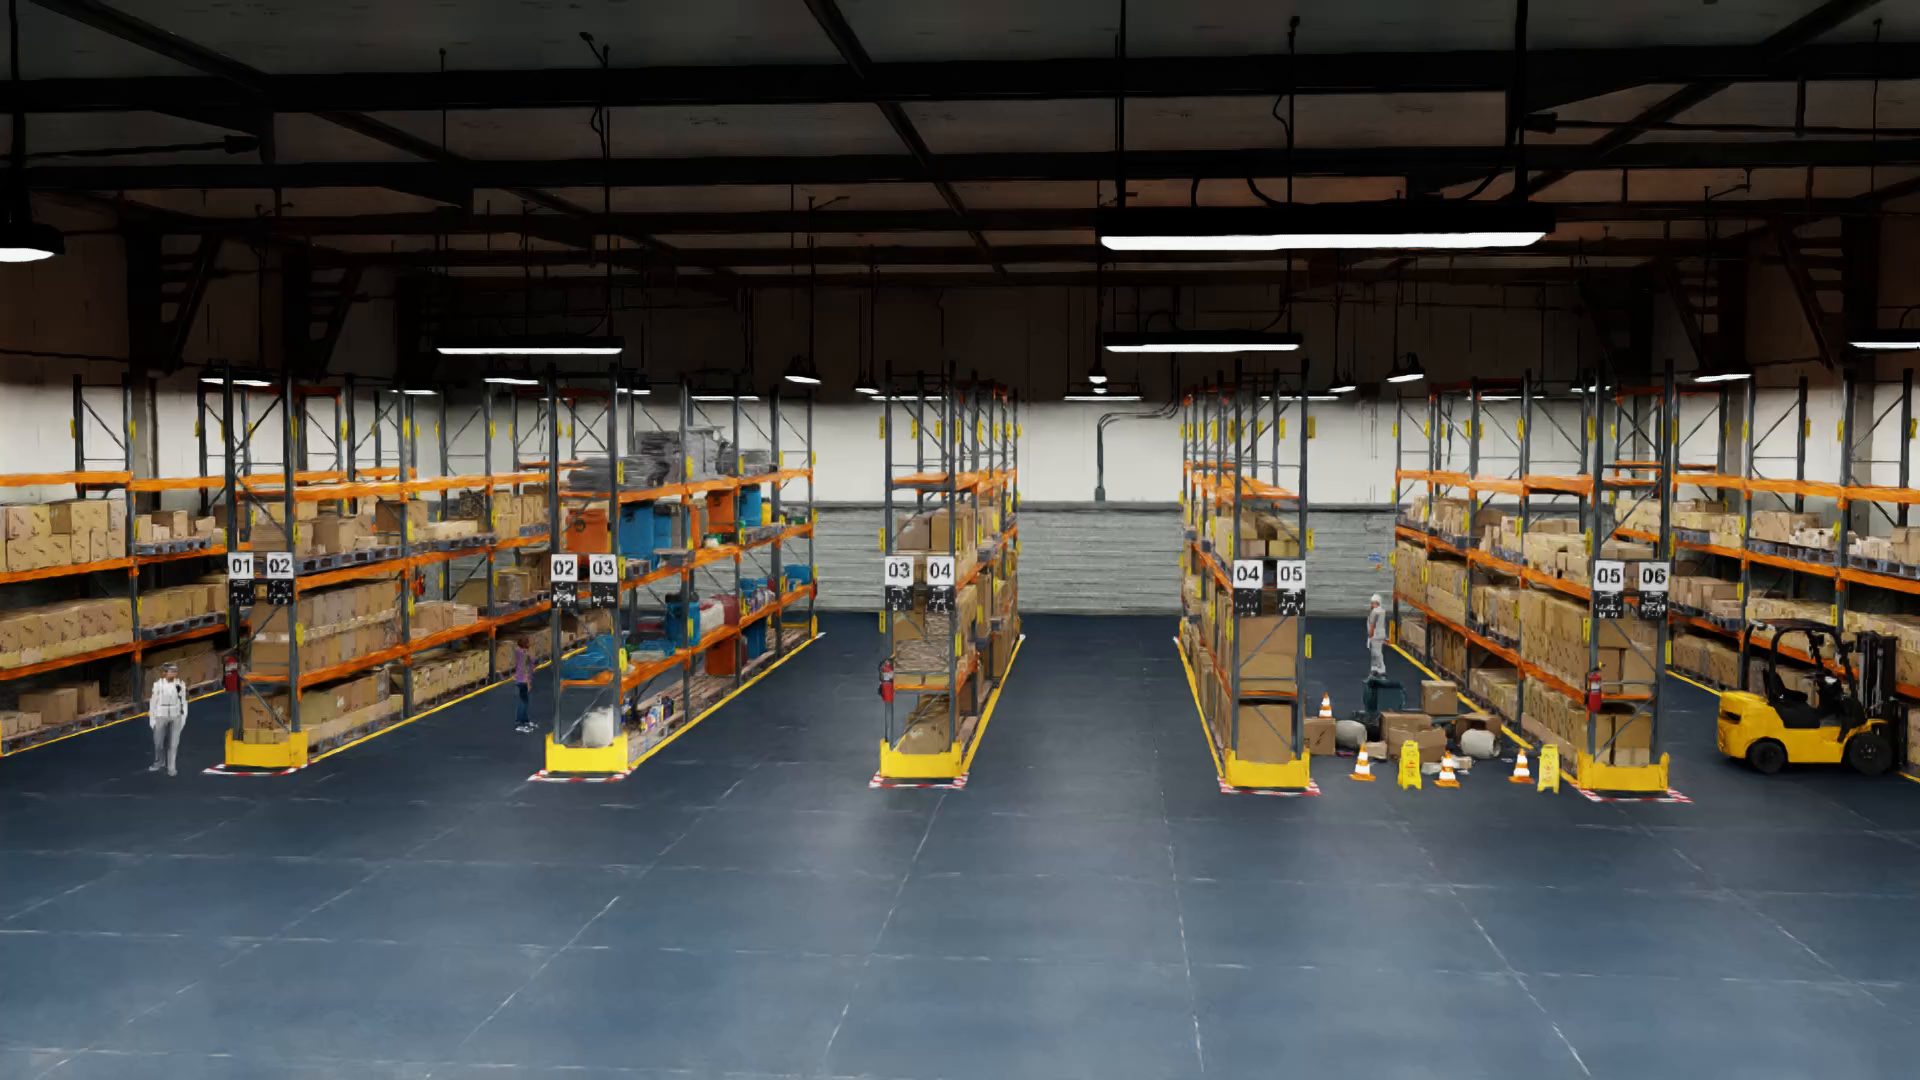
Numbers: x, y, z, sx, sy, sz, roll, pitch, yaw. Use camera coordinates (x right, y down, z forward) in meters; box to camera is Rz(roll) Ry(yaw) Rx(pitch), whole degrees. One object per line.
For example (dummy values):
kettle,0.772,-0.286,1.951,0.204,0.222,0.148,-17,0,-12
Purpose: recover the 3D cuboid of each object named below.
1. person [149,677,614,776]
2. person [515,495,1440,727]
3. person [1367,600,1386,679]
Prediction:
person,-8.498,2.644,24.997,6.560,1.441,2.328,-2,4,-30
person,0.436,0.891,34.852,20.554,3.467,6.717,-2,4,-26
person,8.195,1.947,32.617,0.431,1.684,0.611,2,4,29
